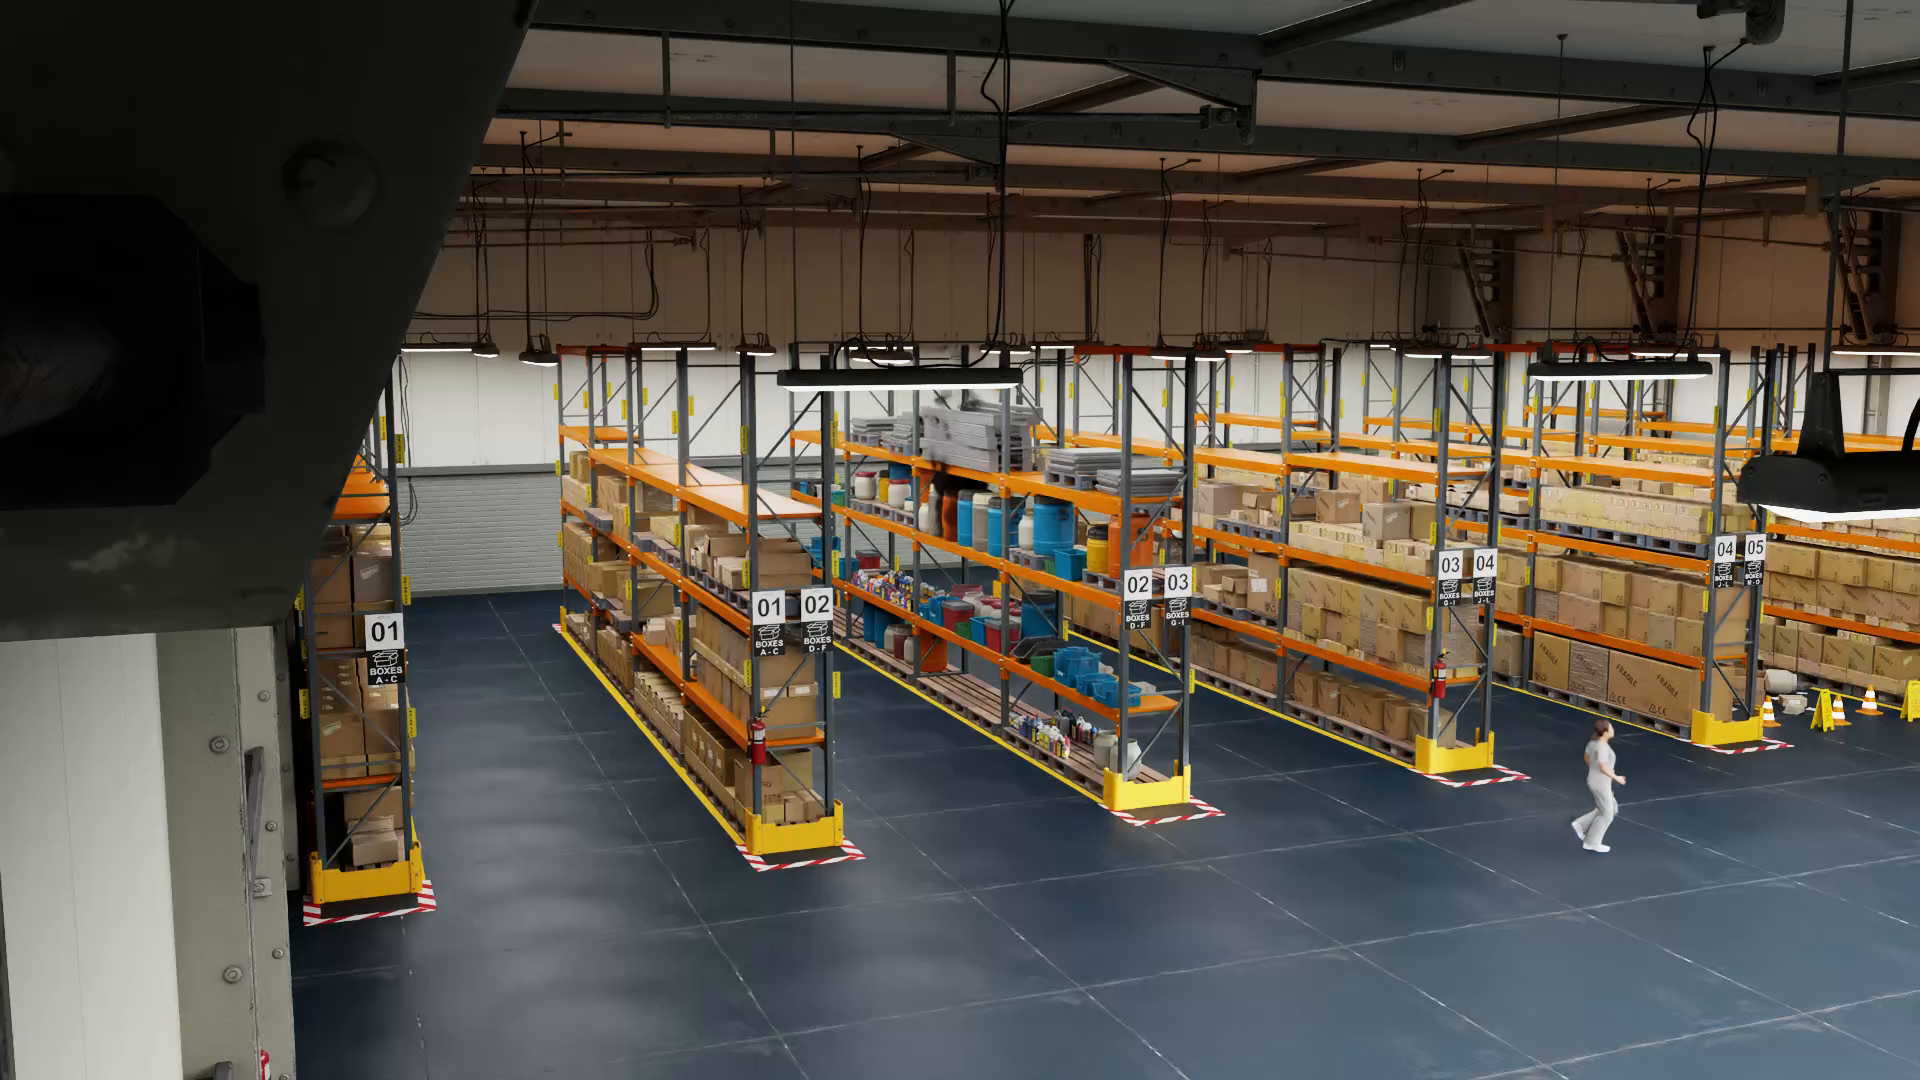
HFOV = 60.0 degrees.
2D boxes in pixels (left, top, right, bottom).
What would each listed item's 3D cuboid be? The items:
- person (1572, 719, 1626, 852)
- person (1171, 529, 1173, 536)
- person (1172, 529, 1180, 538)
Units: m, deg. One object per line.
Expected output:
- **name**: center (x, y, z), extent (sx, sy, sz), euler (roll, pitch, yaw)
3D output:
- **person**: center (7.749, 2.974, 20.156), extent (0.557, 1.635, 0.575), euler (1, 7, 8)
- **person**: center (4.777, 0.566, 38.610), extent (0.704, 1.751, 0.983), euler (-2, 8, -15)
- **person**: center (5.142, 0.233, 41.435), extent (0.469, 1.680, 0.831), euler (-4, 8, -29)
